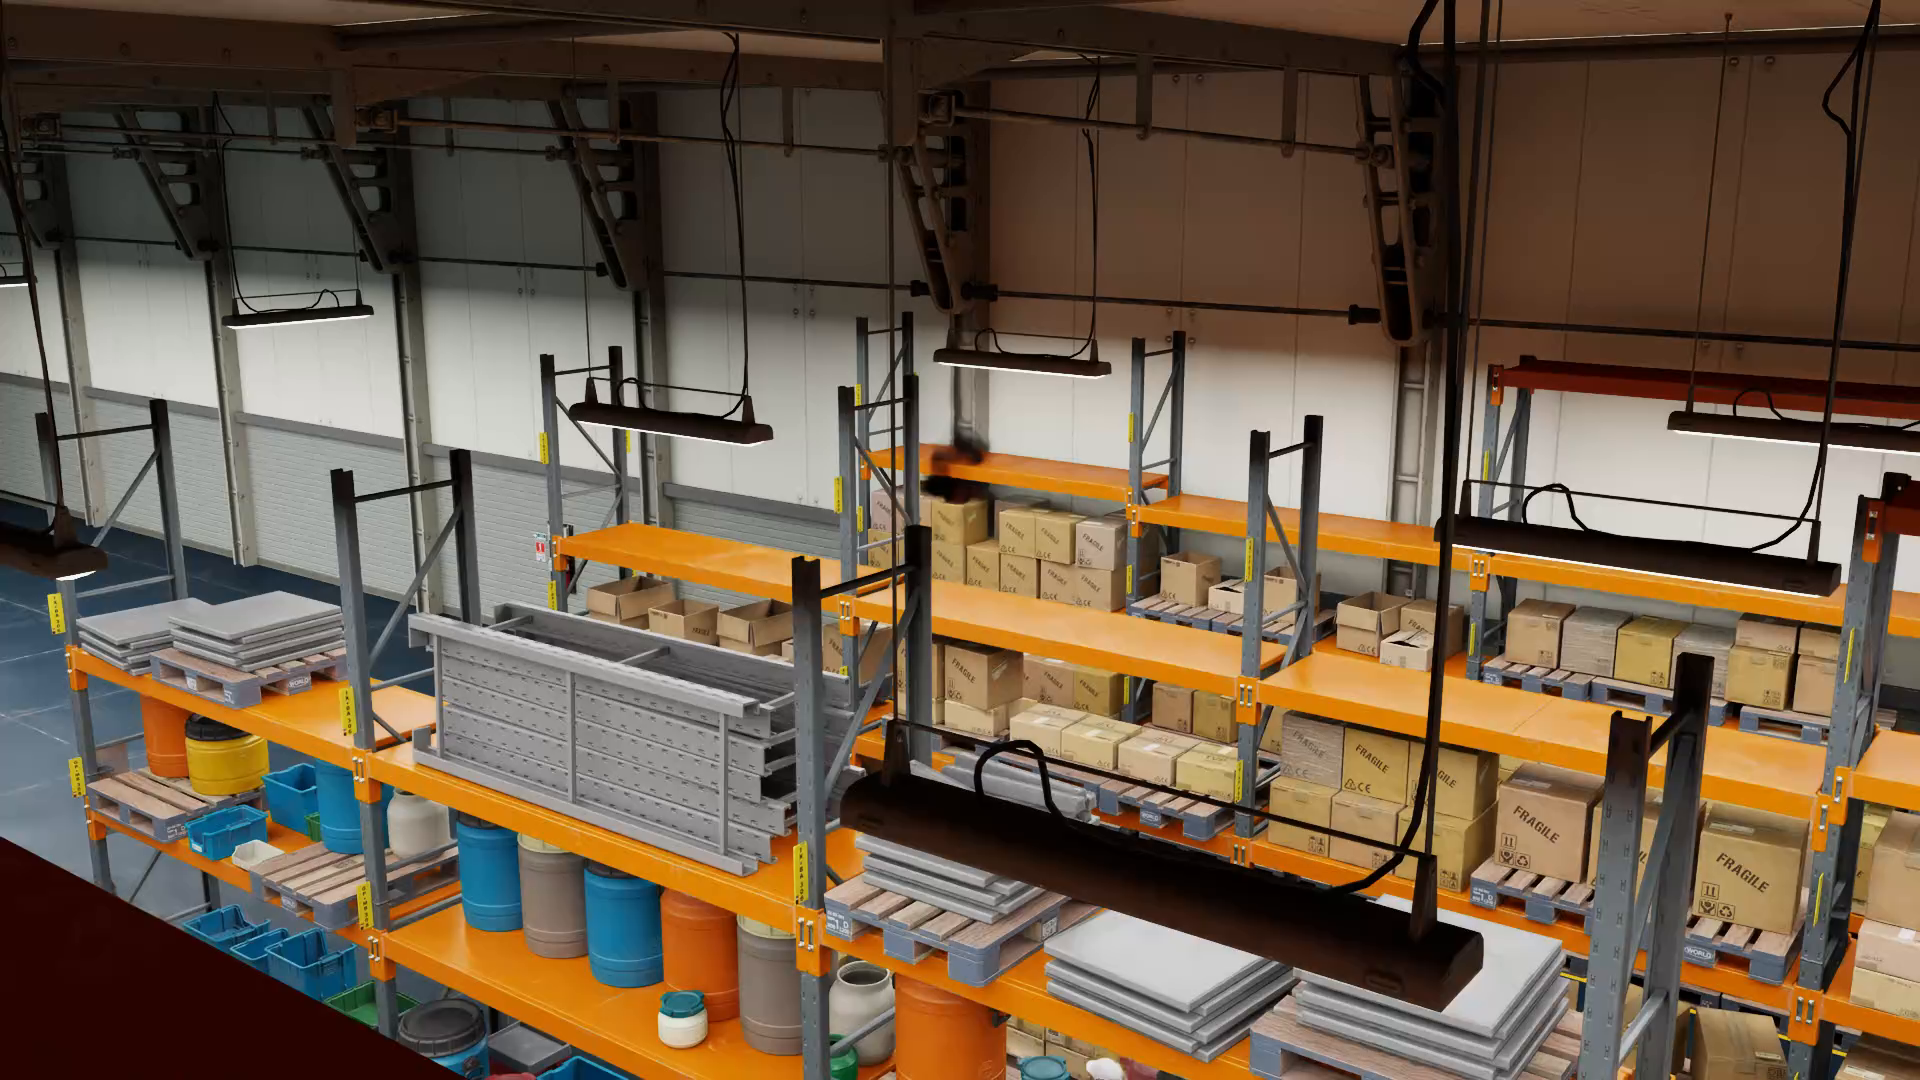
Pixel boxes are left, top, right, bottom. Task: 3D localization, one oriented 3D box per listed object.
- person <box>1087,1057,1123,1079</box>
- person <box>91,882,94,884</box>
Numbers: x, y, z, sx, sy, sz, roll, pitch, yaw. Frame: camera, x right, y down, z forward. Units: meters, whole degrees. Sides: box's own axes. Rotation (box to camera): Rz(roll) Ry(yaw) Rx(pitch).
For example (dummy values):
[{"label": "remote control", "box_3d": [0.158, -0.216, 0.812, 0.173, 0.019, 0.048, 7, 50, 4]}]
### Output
[{"label": "person", "box_3d": [1.040, 4.529, 11.844, 0.900, 1.775, 0.685, 9, 16, 34]}, {"label": "person", "box_3d": [-7.792, 3.854, 15.255, 0.628, 1.567, 0.529, -10, 17, -37]}]
